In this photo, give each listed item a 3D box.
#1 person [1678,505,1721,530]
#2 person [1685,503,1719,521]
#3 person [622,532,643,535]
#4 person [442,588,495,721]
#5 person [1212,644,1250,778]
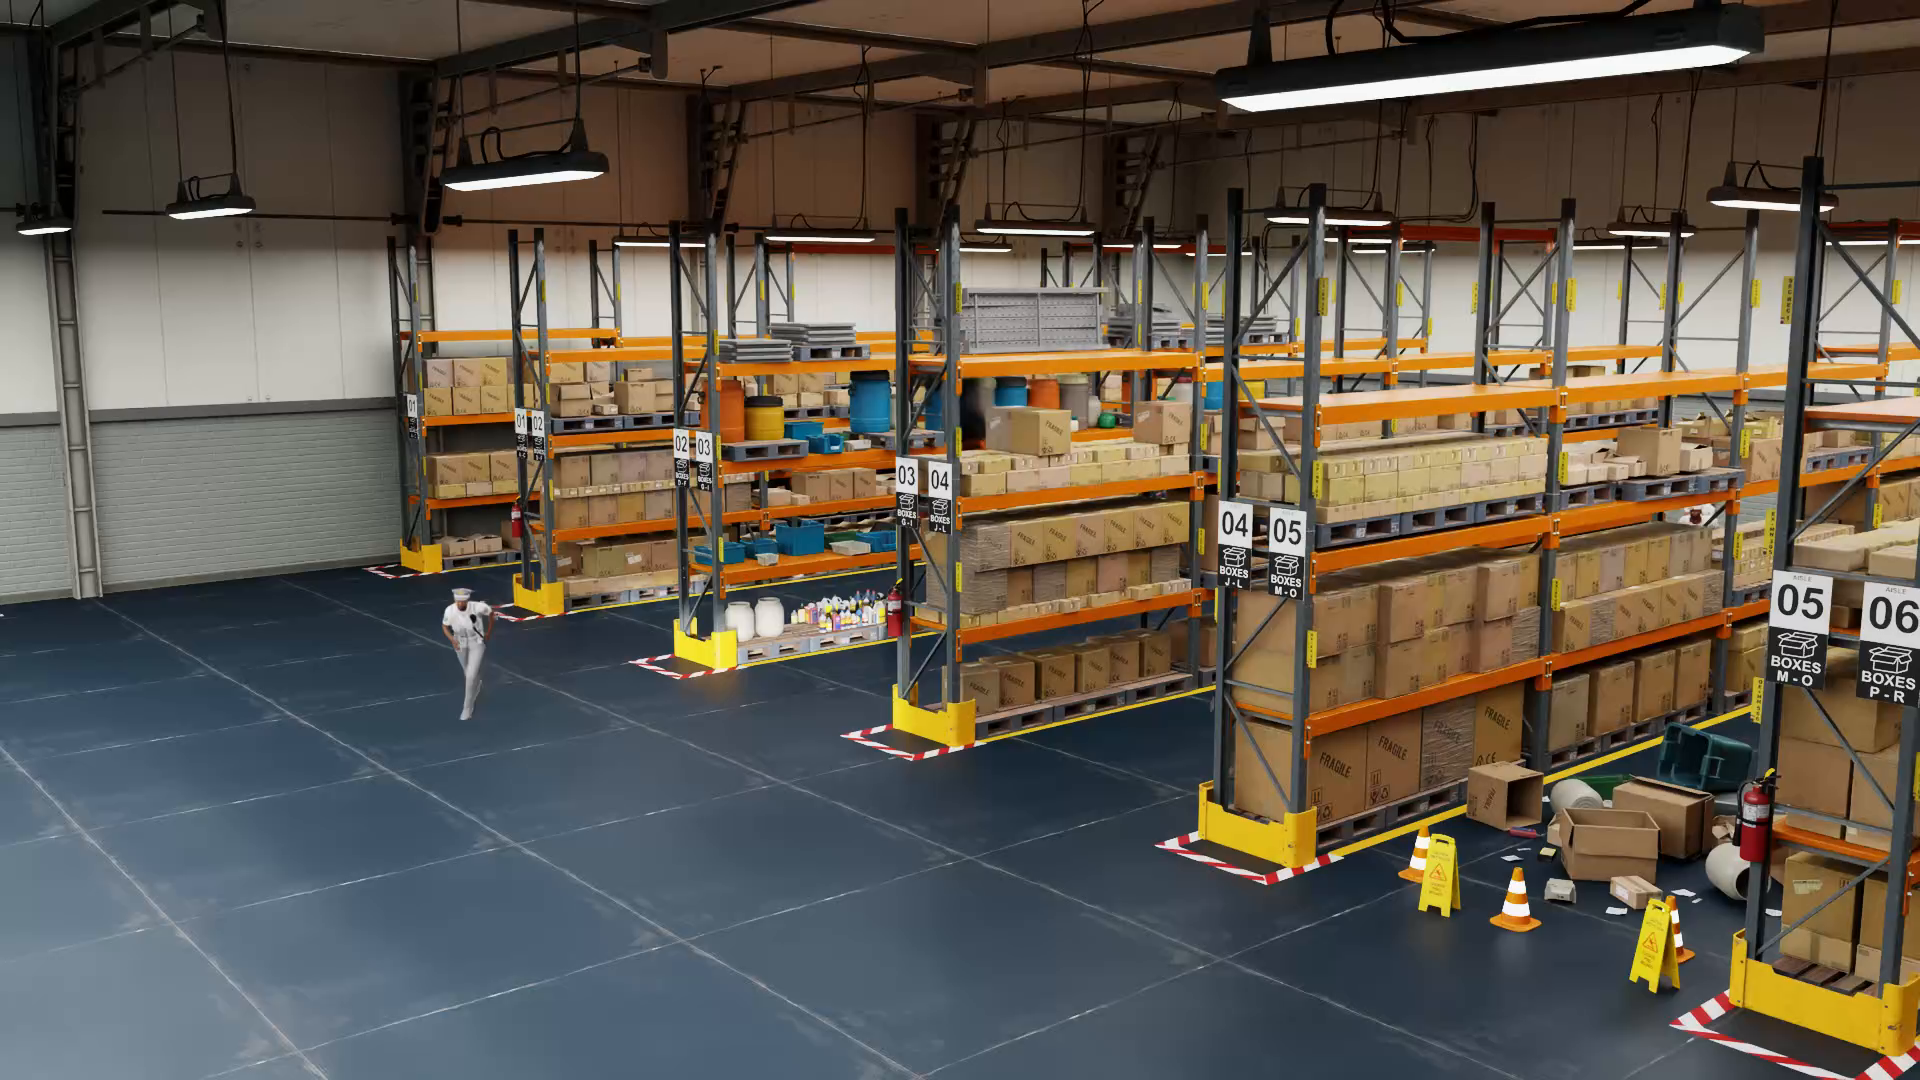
[{"bbox_3d":[11.956,0.201,26.951,0.752,1.703,0.687,-8,12,-43],"label":"person"},{"bbox_3d":[13.165,-0.145,29.616,0.655,1.731,0.633,-1,9,-8],"label":"person"},{"bbox_3d":[-5.941,-0.307,30.500,0.586,1.613,0.978,6,11,36],"label":"person"},{"bbox_3d":[-5.938,1.316,20.200,0.611,1.627,0.983,-1,9,-9],"label":"person"},{"bbox_3d":[3.001,1.766,17.606,0.938,1.513,0.580,-7,11,-38],"label":"person"}]
